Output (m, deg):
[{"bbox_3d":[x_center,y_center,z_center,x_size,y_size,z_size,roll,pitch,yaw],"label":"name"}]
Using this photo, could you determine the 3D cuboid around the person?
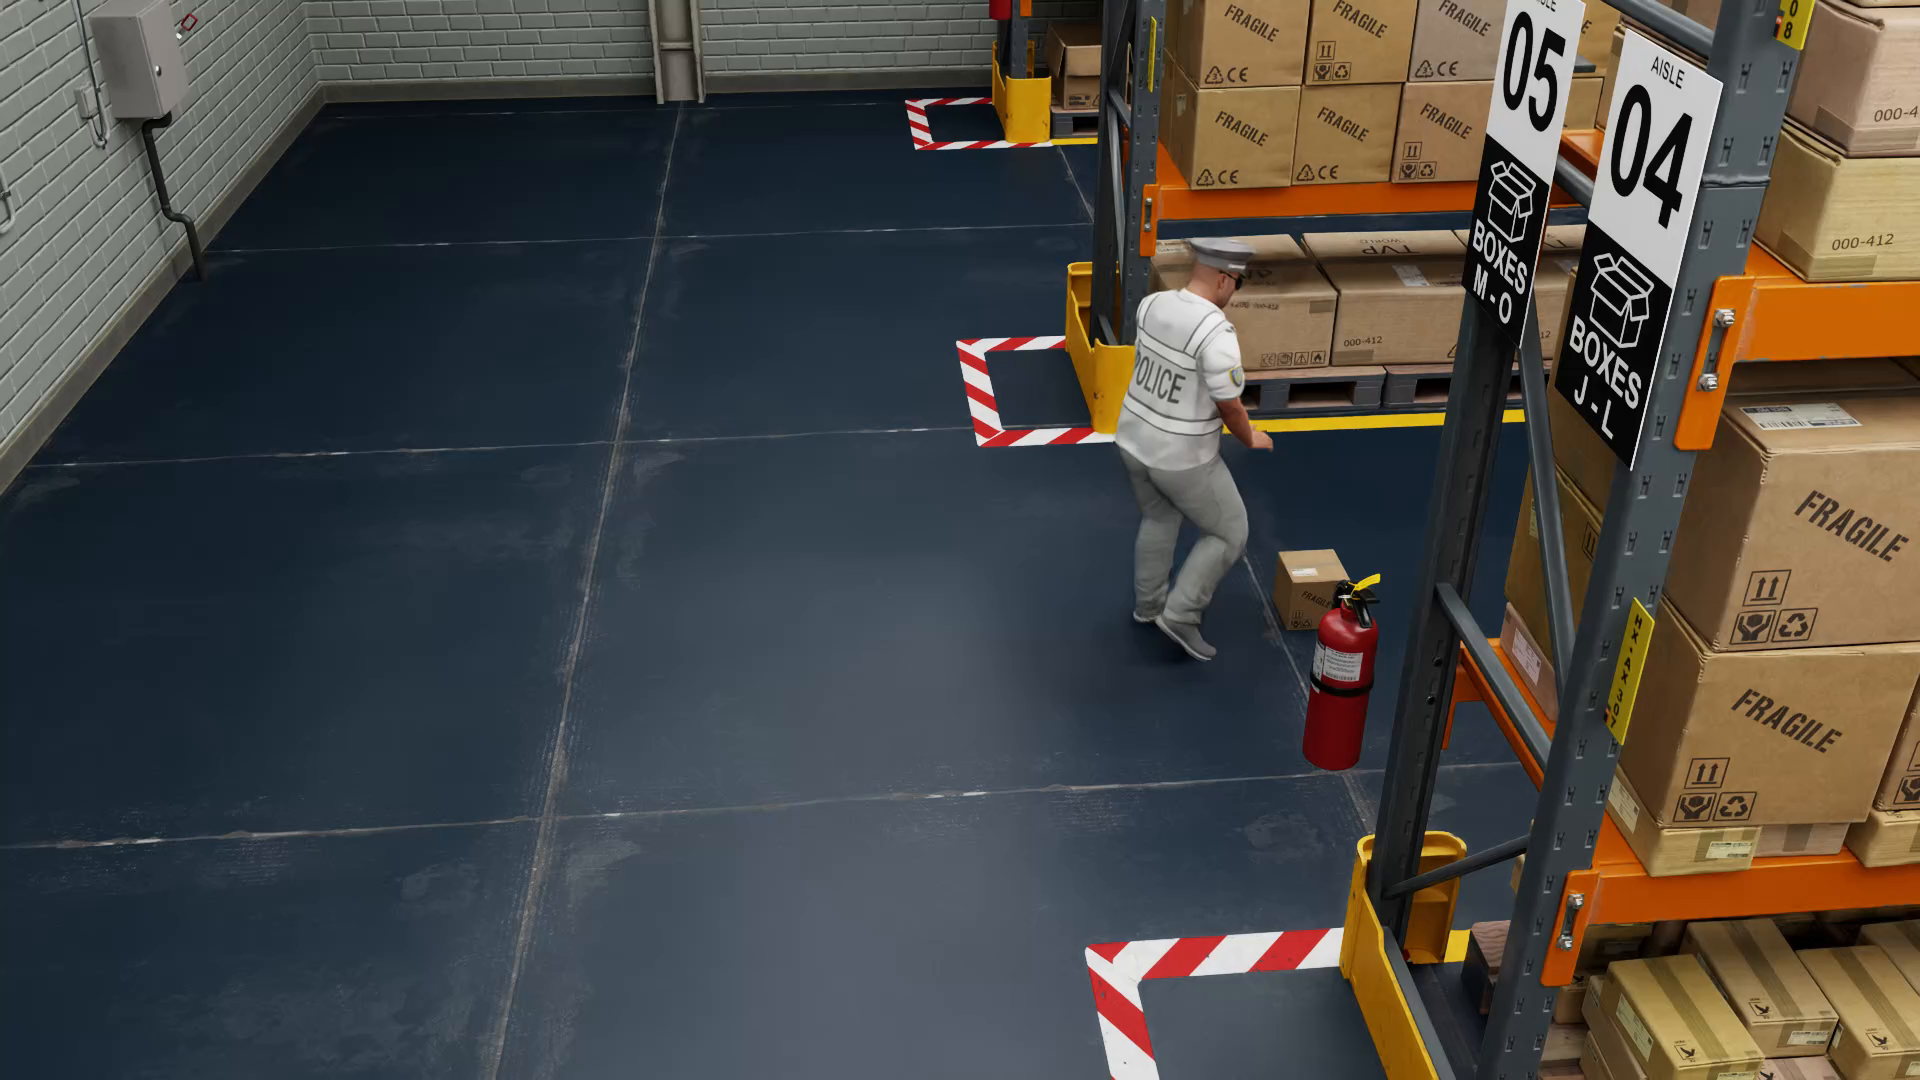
[{"bbox_3d":[0.939,-0.358,6.756,0.589,1.787,0.551,-18,36,-28],"label":"person"}]
